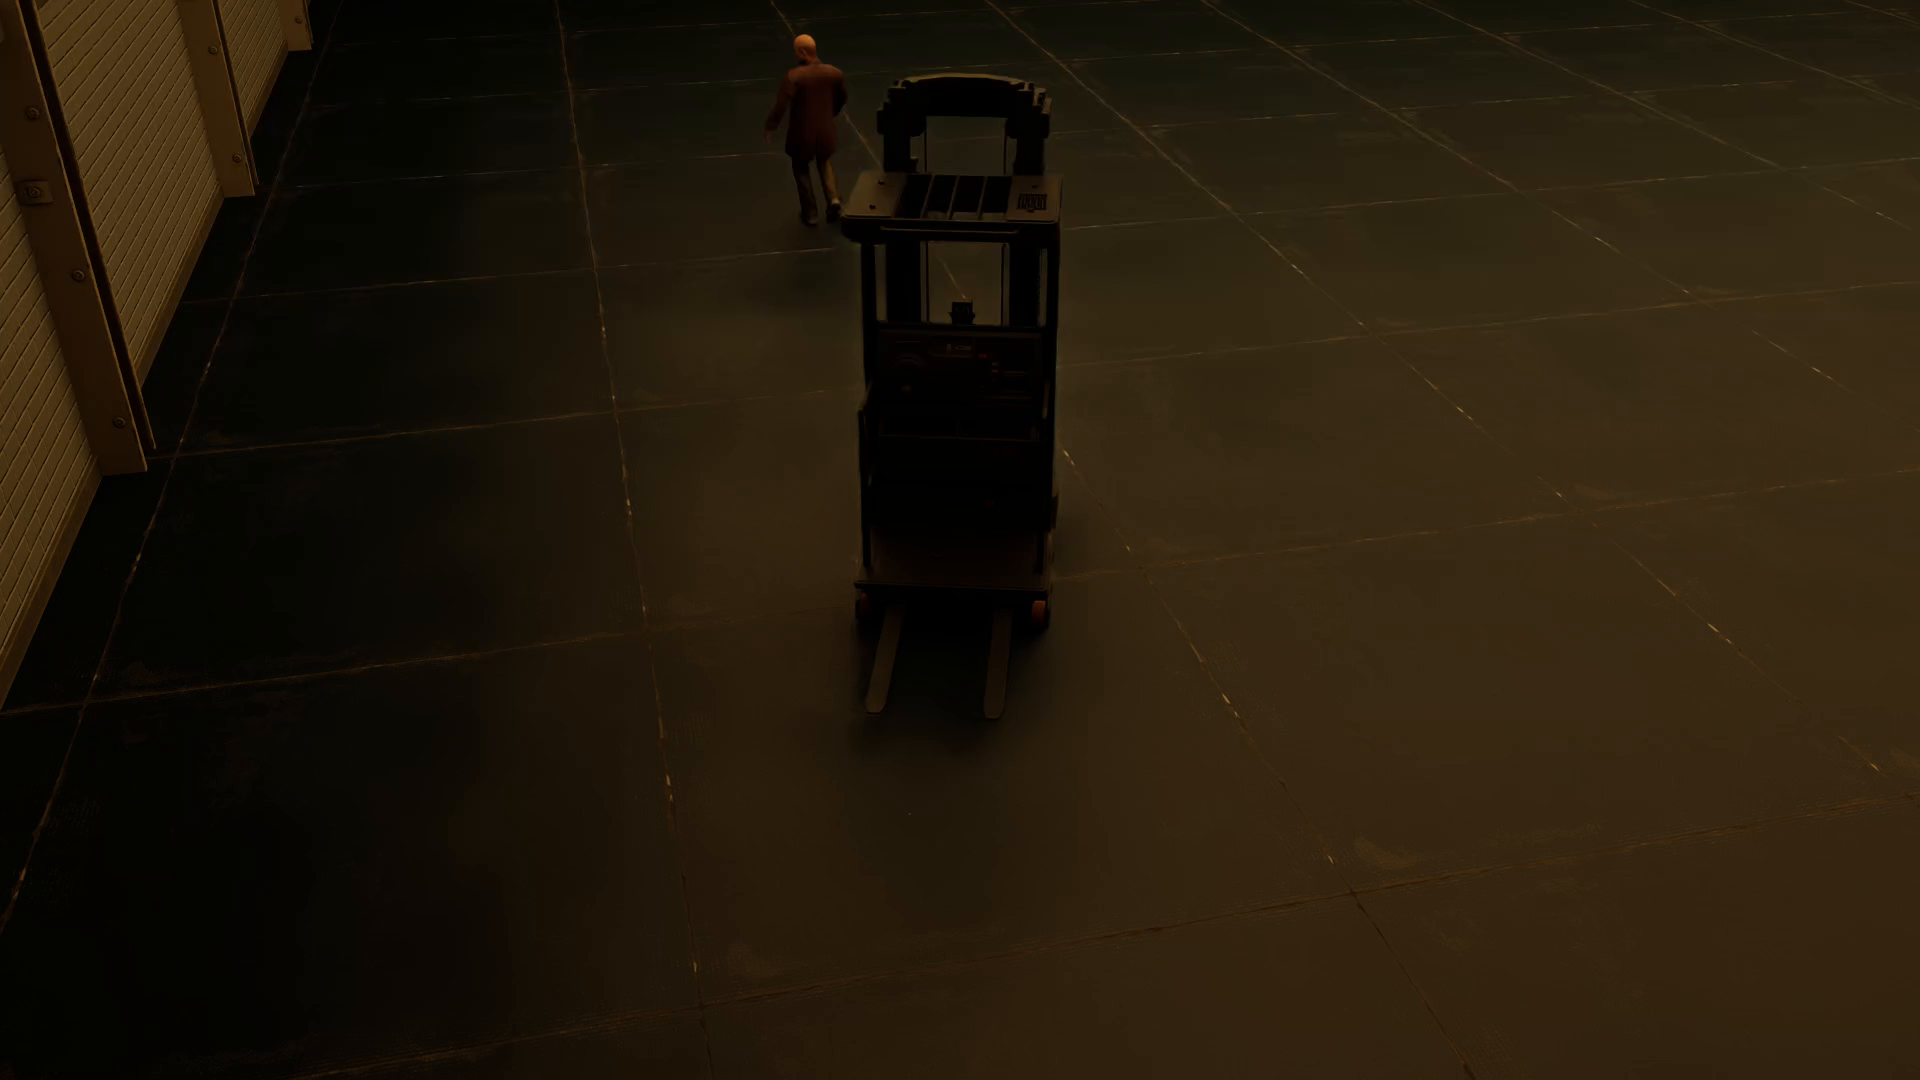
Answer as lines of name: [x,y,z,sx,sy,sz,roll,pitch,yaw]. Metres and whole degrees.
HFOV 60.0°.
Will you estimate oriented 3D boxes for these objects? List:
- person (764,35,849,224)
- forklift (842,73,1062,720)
person: [-1.411,-3.754,15.263,0.831,1.755,0.517,-10,32,-17]
forklift: [-0.020,-0.932,9.184,1.130,2.935,3.031,2,30,4]
